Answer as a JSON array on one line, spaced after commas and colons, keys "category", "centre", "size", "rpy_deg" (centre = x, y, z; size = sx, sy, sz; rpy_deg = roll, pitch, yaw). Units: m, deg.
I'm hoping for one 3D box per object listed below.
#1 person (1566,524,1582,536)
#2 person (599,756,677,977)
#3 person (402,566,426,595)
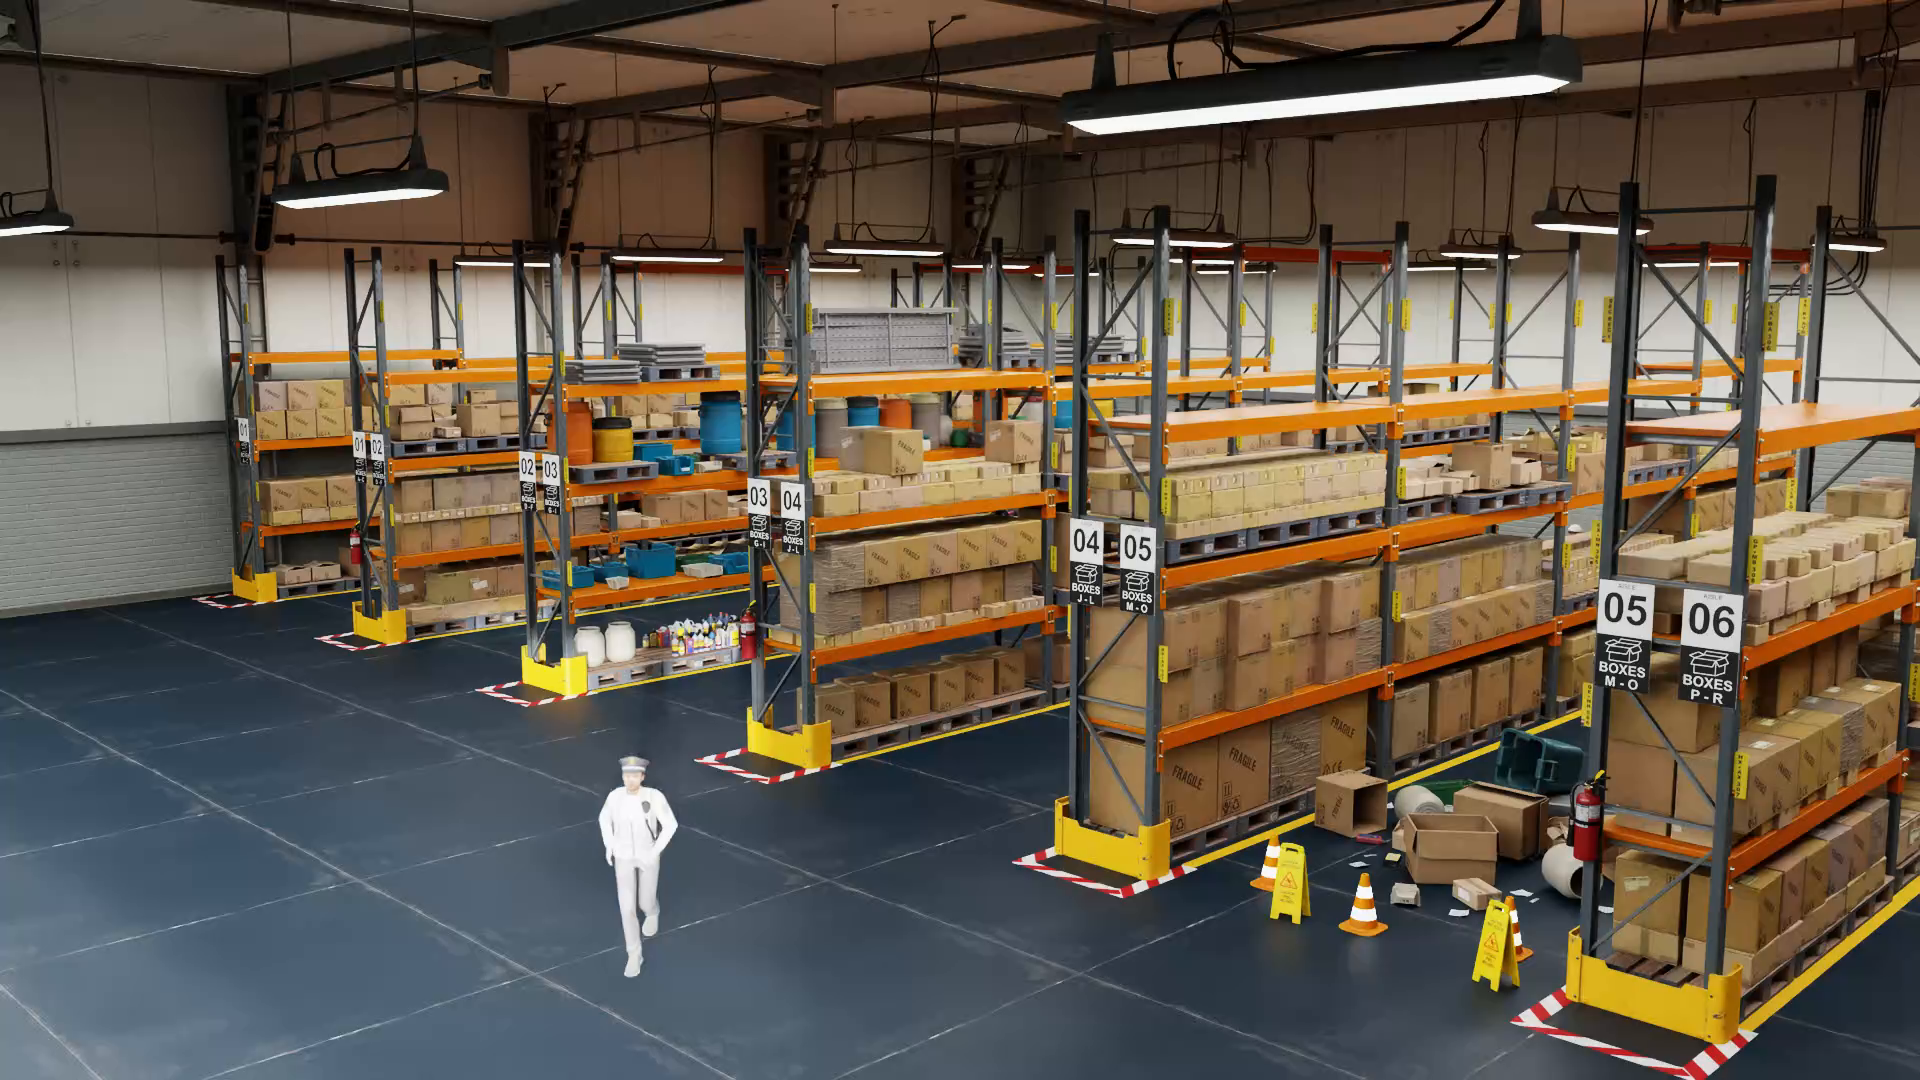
[{"category": "person", "centre": [9.616, 0.612, 26.078], "size": [0.857, 1.741, 0.733], "rpy_deg": [-7, 11, -40]}, {"category": "person", "centre": [-2.543, 2.500, 13.148], "size": [0.632, 1.694, 0.818], "rpy_deg": [0, 8, -3]}, {"category": "person", "centre": [-9.151, 0.416, 27.916], "size": [0.626, 1.652, 0.586], "rpy_deg": [-8, 11, -43]}]
